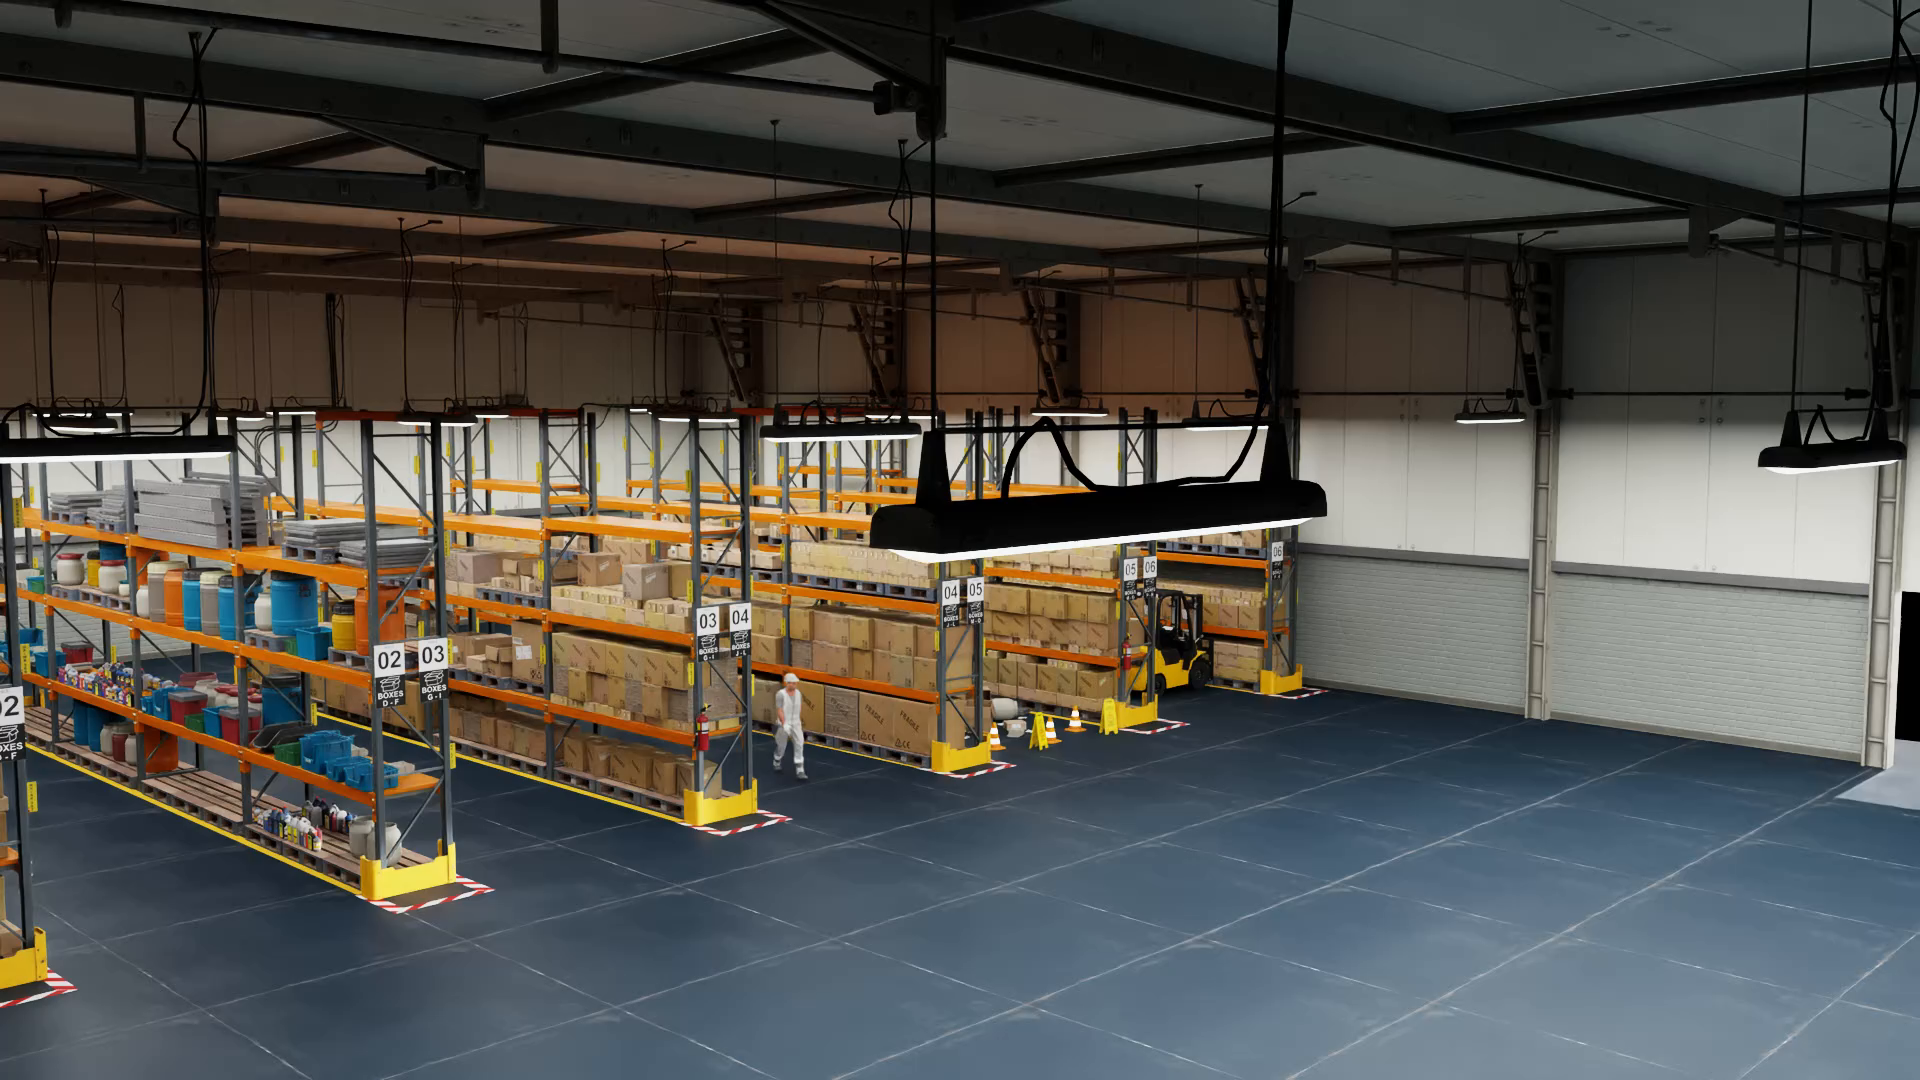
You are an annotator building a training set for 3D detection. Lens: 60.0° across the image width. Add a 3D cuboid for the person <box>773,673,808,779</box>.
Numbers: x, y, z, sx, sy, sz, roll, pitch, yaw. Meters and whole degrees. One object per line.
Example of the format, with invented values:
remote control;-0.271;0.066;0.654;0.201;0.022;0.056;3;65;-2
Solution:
person;-2.782;3.044;27.382;0.525;1.716;1.091;-3;6;-30
